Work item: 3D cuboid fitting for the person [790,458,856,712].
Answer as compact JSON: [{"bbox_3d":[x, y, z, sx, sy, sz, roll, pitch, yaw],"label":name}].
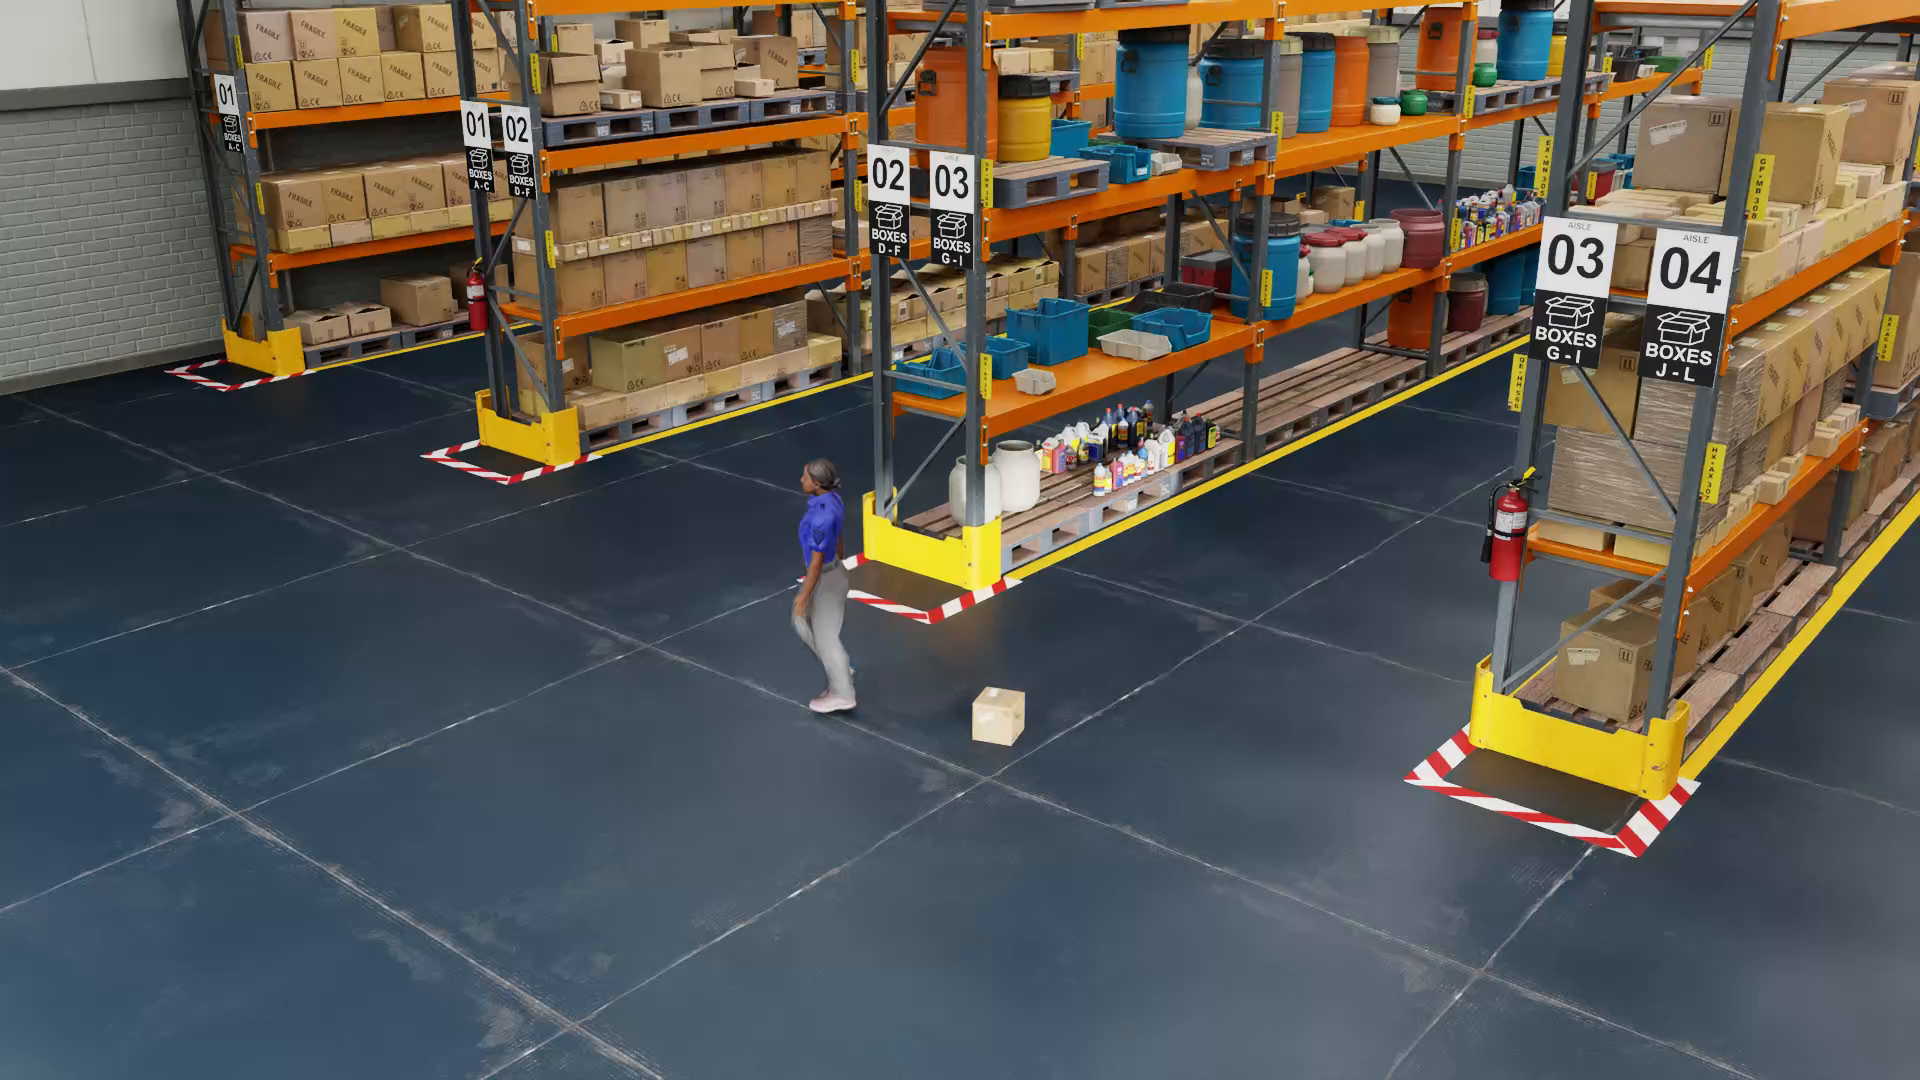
[{"bbox_3d":[-0.868,0.289,10.270,0.422,1.678,0.452,0,20,0],"label":"person"}]
